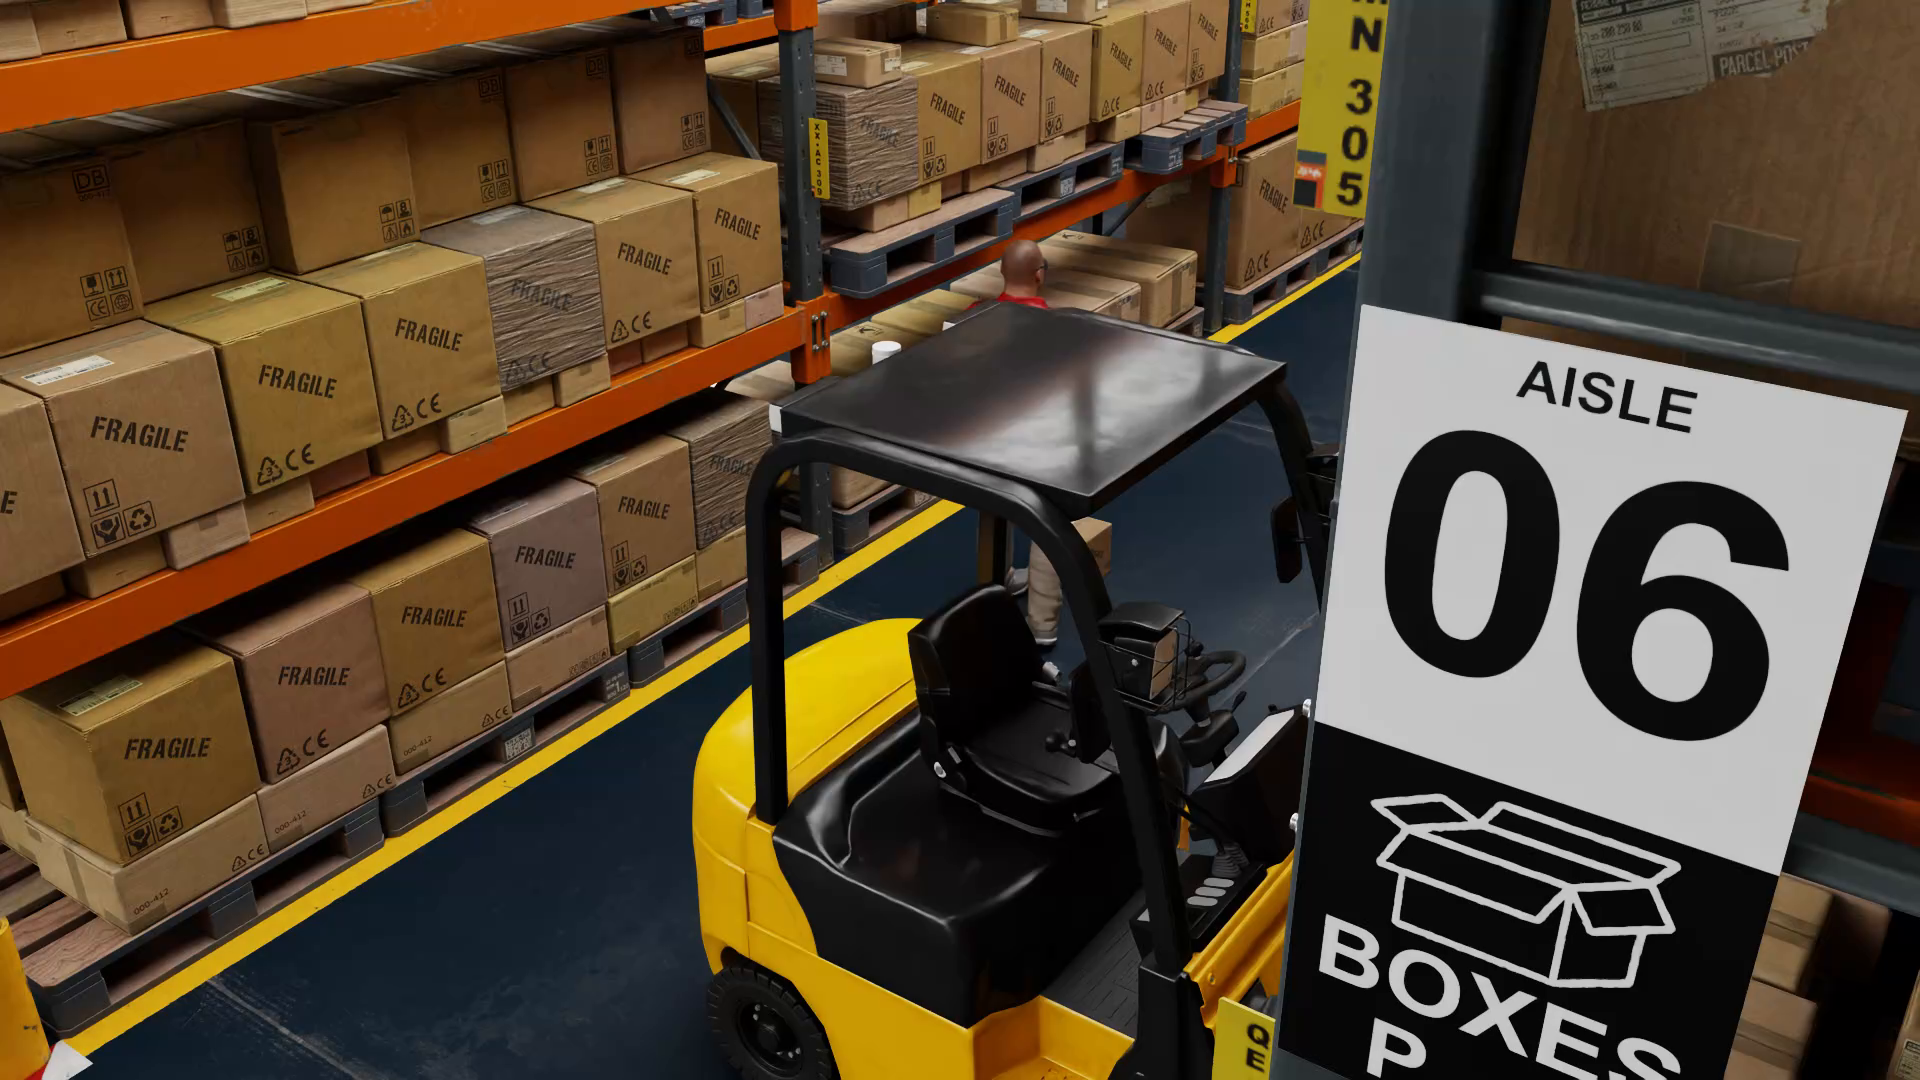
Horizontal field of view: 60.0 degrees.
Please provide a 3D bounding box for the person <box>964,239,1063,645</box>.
[{"bbox_3d":[0.272,-0.438,7.008,0.559,1.740,0.578,13,29,23],"label":"person"}]
